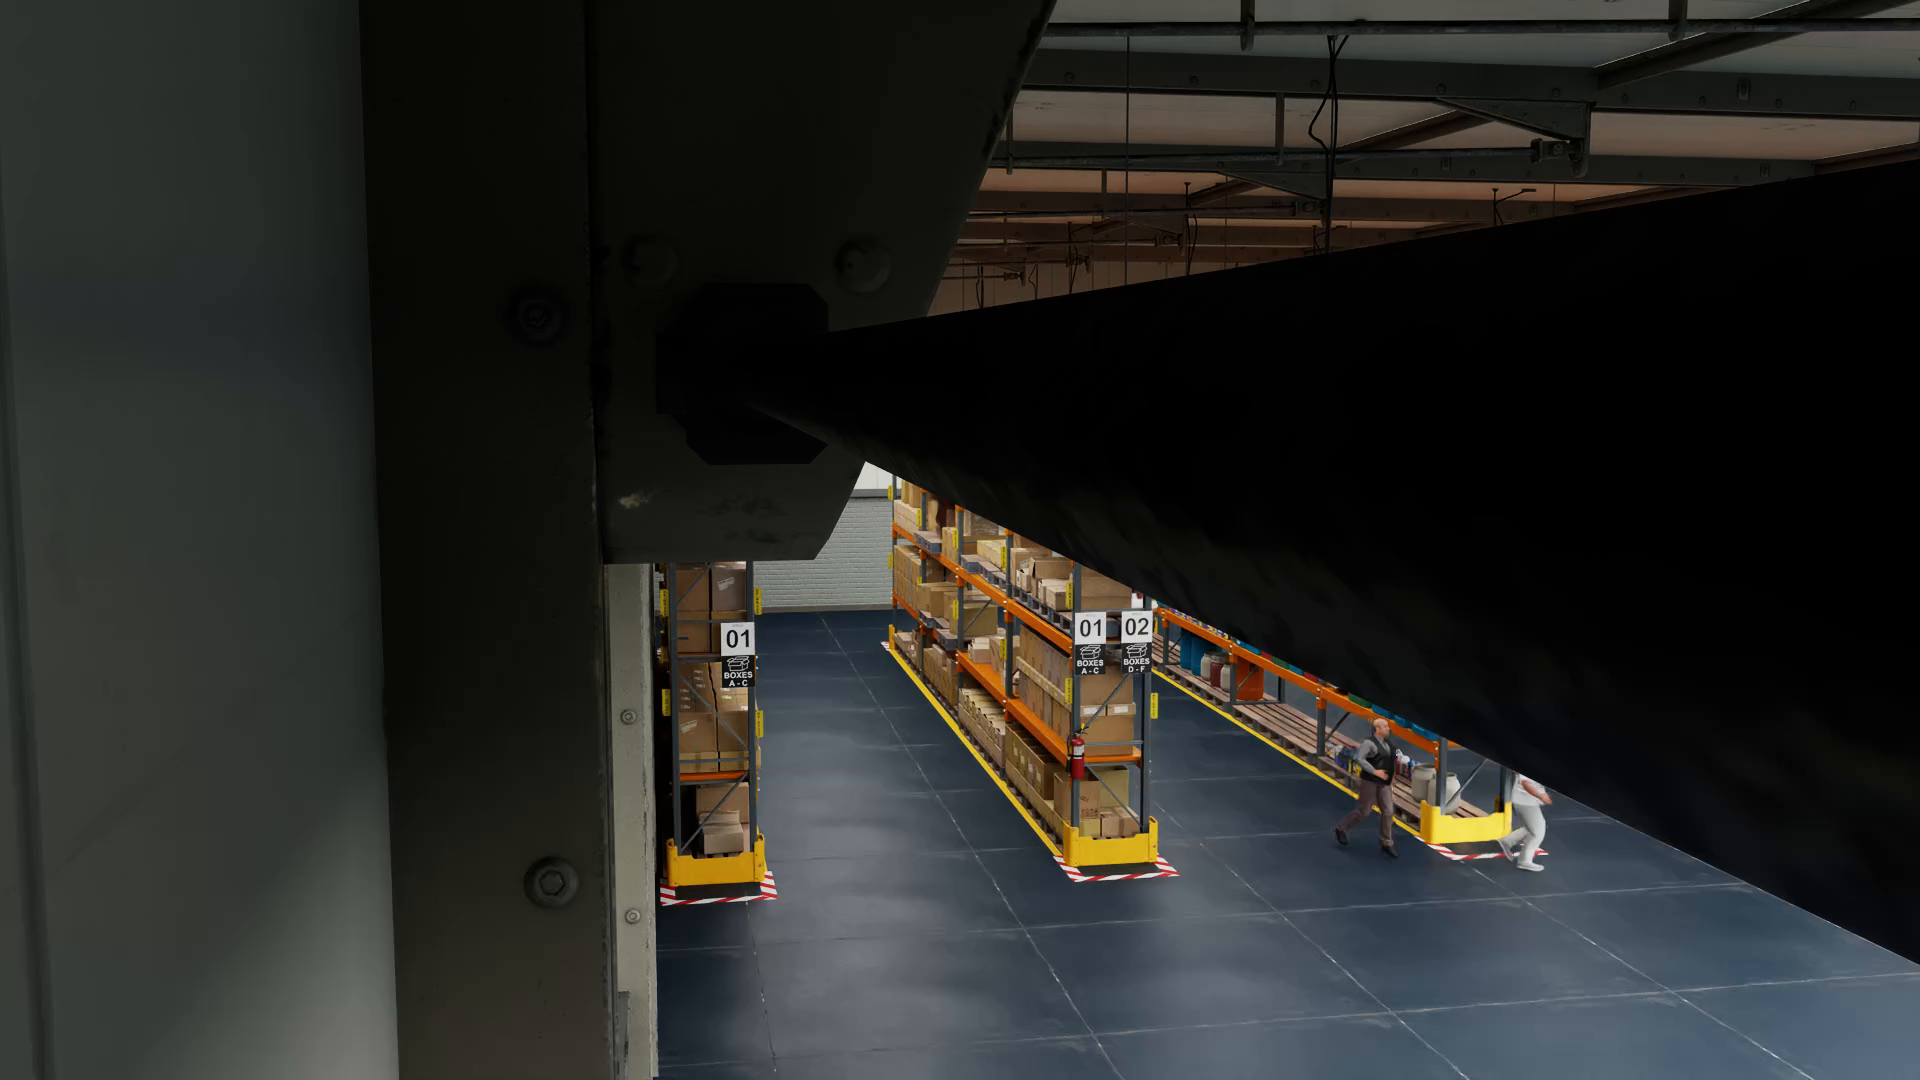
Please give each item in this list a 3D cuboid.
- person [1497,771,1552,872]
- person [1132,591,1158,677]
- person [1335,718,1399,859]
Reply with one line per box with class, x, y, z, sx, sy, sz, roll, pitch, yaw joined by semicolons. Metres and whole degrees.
person;7.037;3.240;20.632;0.562;1.748;0.671;1;6;13
person;3.496;1.687;32.358;0.745;1.825;0.780;2;6;16
person;5.400;3.197;21.479;0.729;1.630;0.945;-4;8;-35
